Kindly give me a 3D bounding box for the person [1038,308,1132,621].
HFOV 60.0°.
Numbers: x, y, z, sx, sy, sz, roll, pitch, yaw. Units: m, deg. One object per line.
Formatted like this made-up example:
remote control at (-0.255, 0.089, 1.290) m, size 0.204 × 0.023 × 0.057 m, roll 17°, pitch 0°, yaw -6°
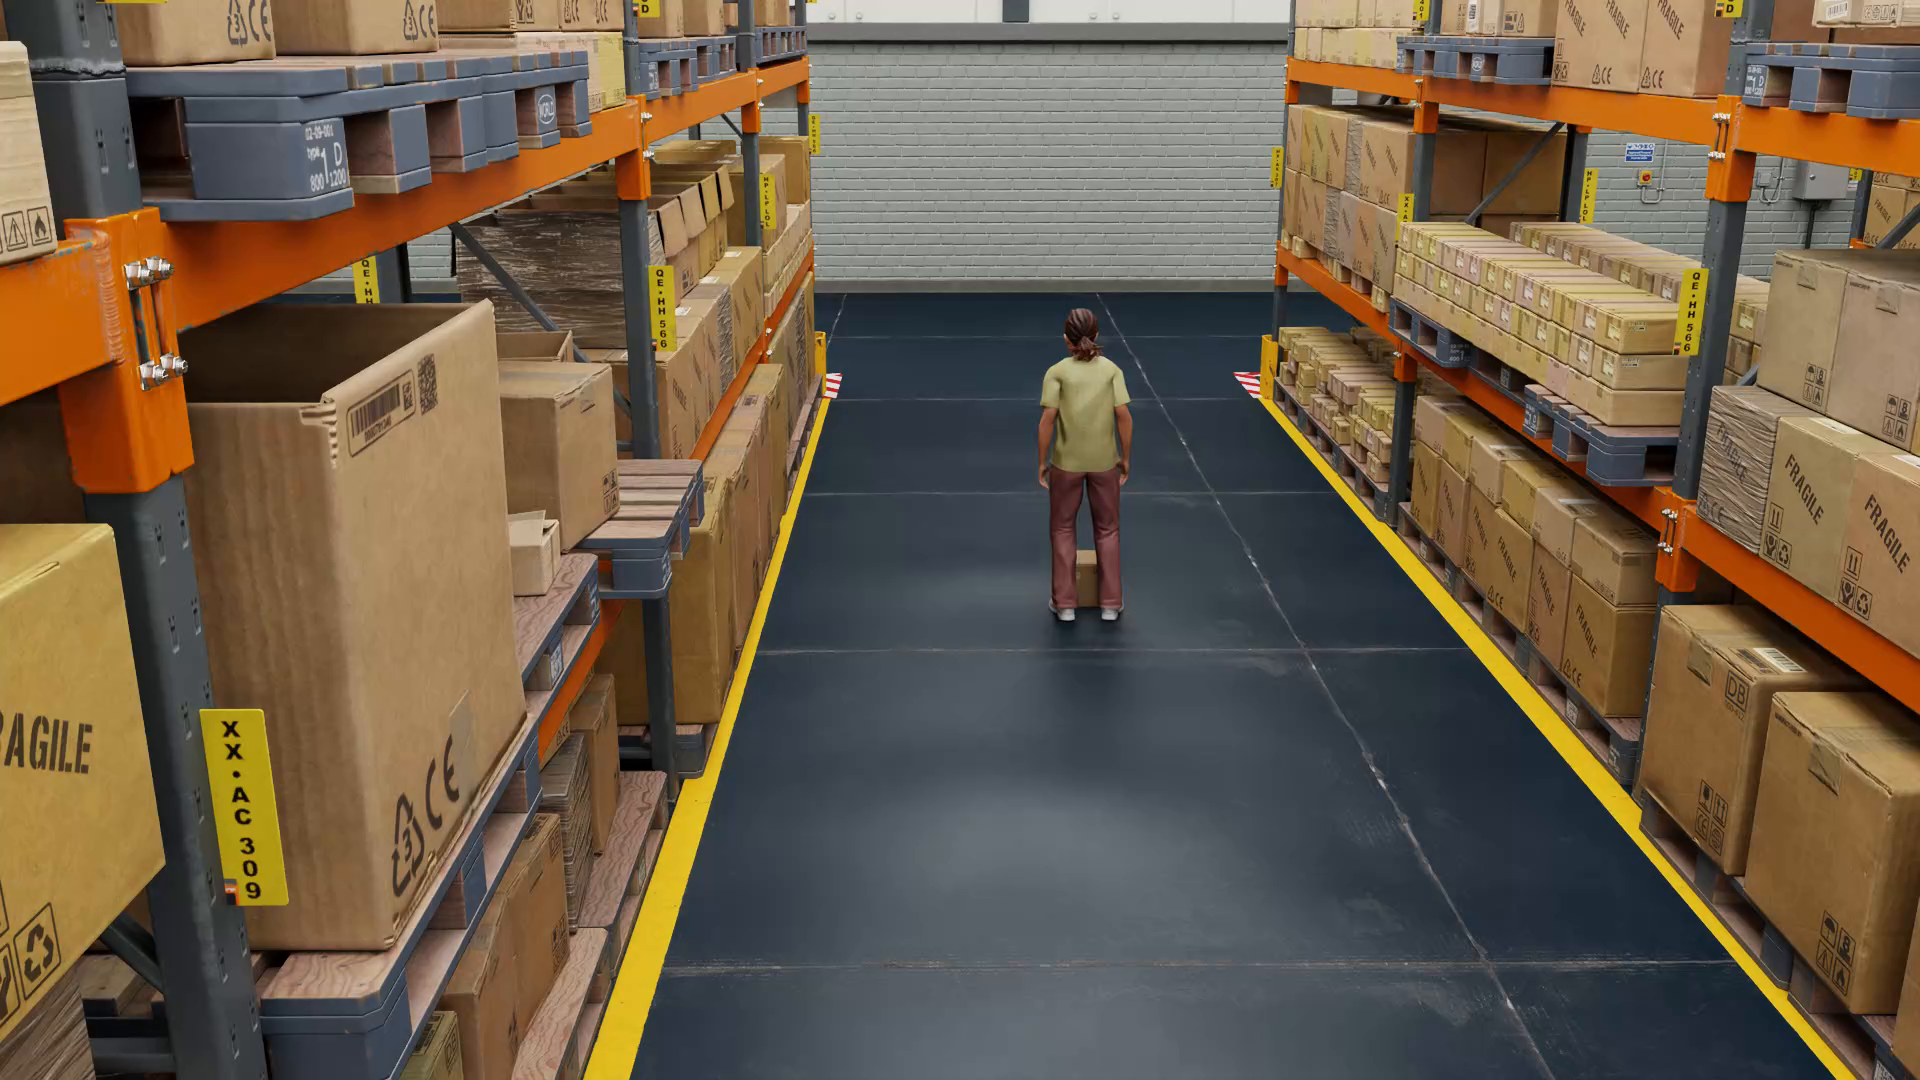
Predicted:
person at (0.657, -0.392, 8.816) m, size 0.512 × 1.671 × 0.368 m, roll -1°, pitch 17°, yaw -4°
